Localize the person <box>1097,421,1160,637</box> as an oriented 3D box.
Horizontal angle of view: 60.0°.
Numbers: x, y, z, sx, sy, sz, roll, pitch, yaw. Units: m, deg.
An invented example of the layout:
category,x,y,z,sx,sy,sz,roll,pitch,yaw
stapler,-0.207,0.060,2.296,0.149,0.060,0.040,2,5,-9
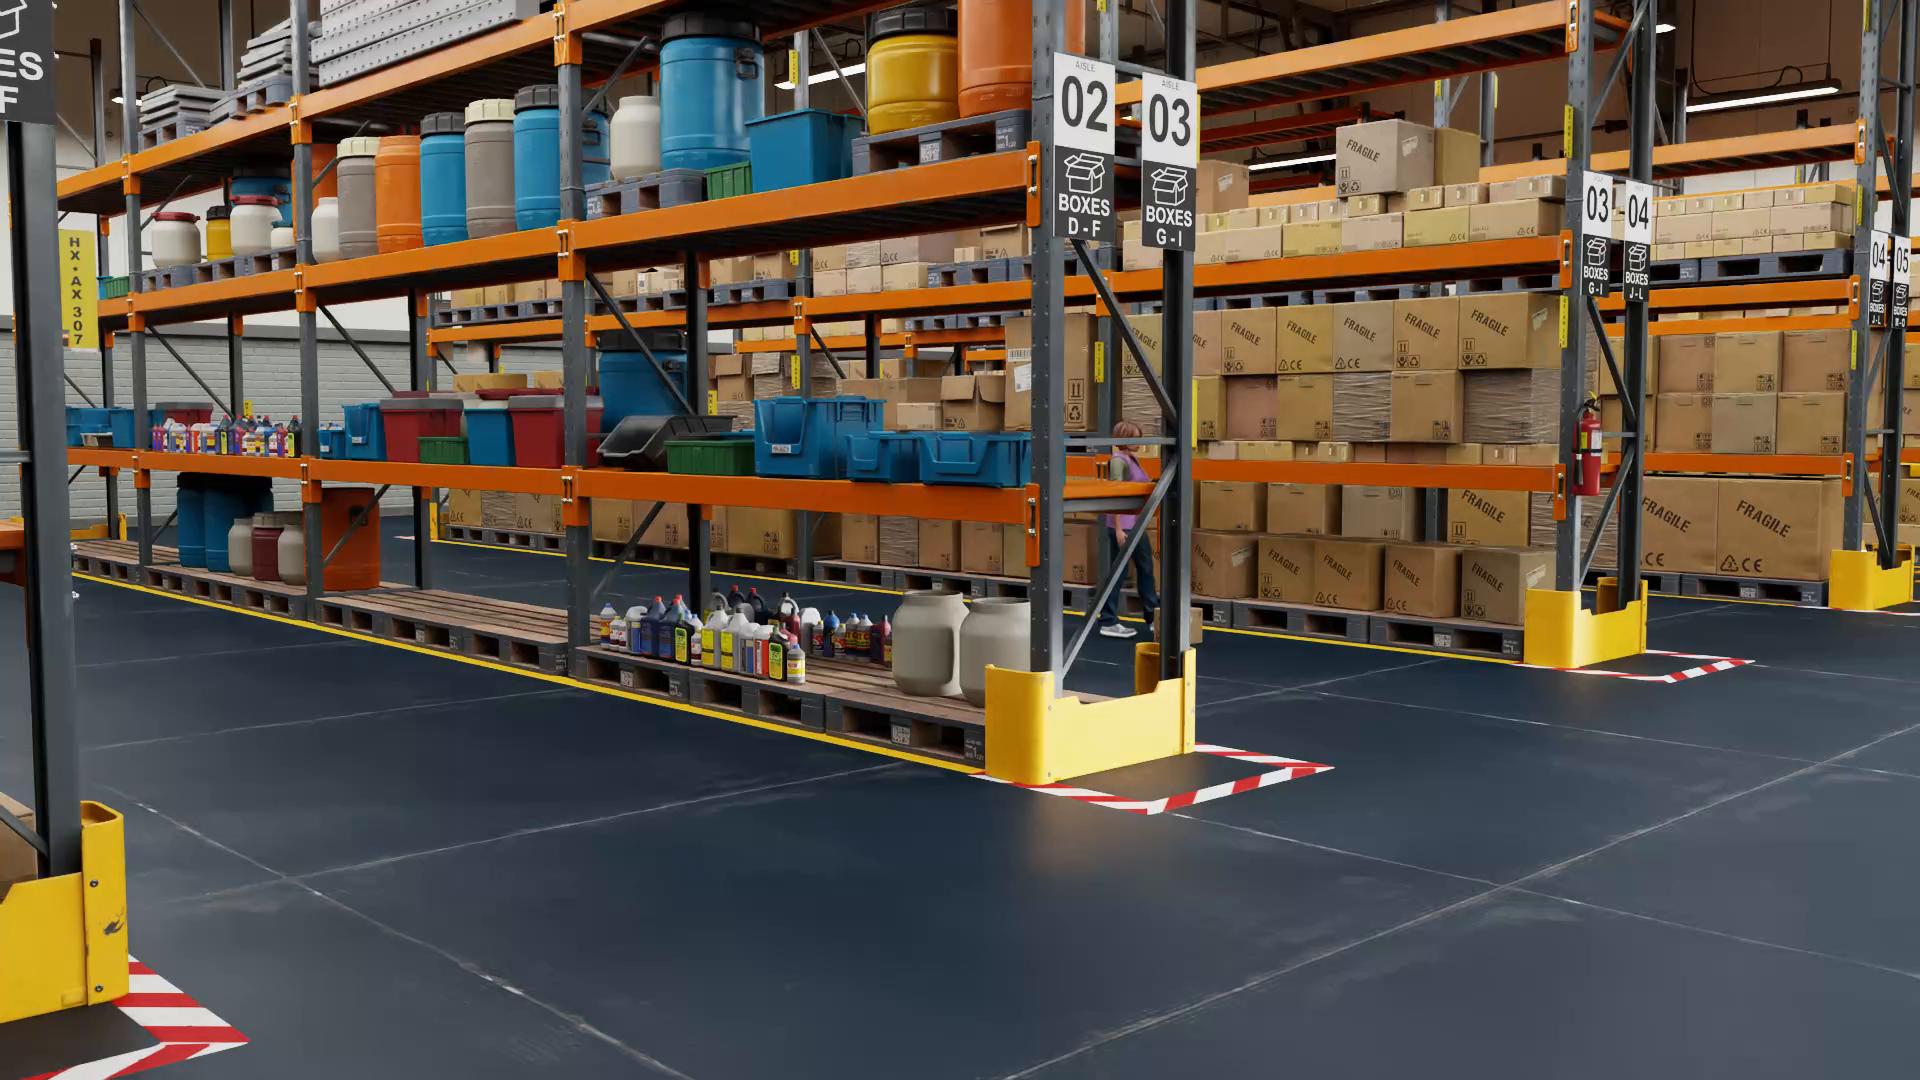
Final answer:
category,x,y,z,sx,sy,sz,roll,pitch,yaw
person,1.333,-0.078,12.294,0.604,1.598,0.428,2,5,26
